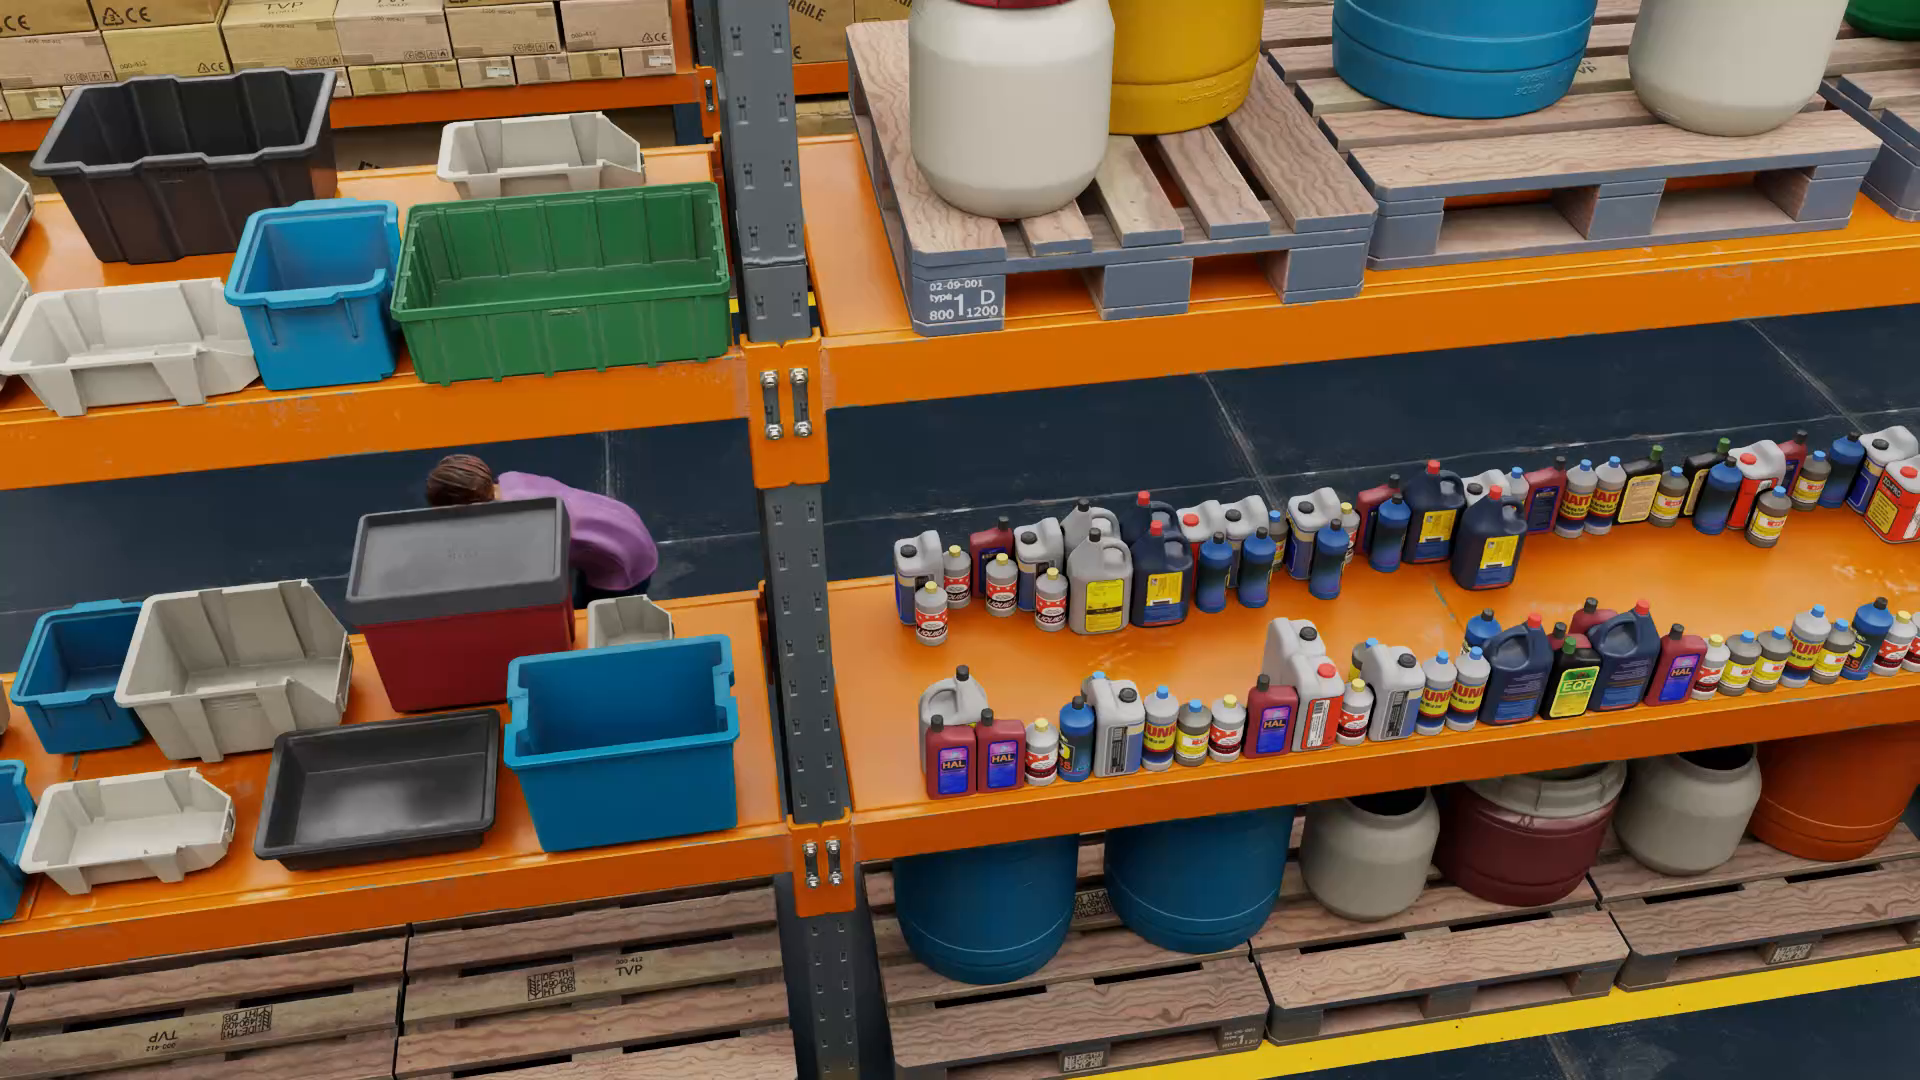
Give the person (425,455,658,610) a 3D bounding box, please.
[{"bbox_3d":[-1.461,0.216,6.092,0.736,1.356,0.374,-12,41,-15],"label":"person"}]
